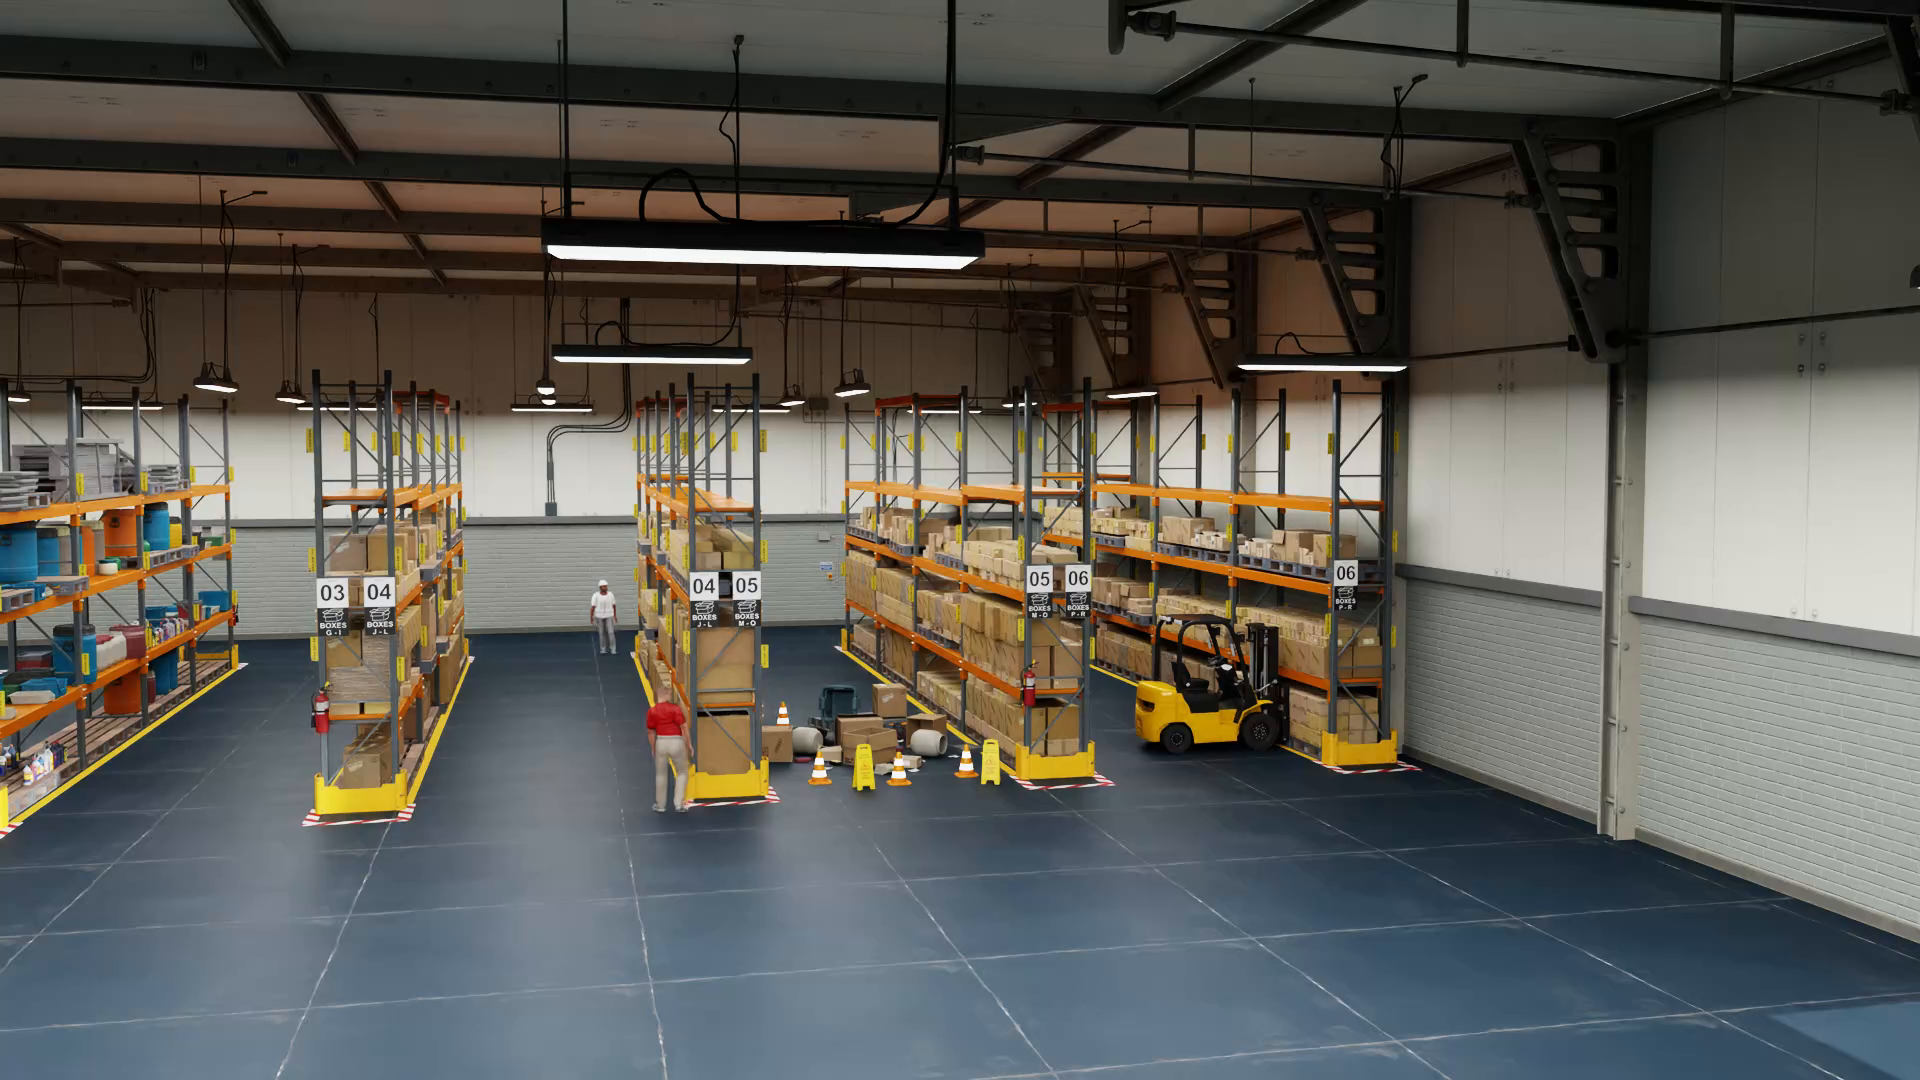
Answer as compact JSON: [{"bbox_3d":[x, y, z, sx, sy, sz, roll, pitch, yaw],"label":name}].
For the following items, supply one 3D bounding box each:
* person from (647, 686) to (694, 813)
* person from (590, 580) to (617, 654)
[{"bbox_3d":[-3.916,2.857,22.566,0.648,1.766,0.387,0,3,7],"label":"person"},{"bbox_3d":[-8.496,1.840,39.664,0.609,1.765,0.448,0,3,-4],"label":"person"}]
